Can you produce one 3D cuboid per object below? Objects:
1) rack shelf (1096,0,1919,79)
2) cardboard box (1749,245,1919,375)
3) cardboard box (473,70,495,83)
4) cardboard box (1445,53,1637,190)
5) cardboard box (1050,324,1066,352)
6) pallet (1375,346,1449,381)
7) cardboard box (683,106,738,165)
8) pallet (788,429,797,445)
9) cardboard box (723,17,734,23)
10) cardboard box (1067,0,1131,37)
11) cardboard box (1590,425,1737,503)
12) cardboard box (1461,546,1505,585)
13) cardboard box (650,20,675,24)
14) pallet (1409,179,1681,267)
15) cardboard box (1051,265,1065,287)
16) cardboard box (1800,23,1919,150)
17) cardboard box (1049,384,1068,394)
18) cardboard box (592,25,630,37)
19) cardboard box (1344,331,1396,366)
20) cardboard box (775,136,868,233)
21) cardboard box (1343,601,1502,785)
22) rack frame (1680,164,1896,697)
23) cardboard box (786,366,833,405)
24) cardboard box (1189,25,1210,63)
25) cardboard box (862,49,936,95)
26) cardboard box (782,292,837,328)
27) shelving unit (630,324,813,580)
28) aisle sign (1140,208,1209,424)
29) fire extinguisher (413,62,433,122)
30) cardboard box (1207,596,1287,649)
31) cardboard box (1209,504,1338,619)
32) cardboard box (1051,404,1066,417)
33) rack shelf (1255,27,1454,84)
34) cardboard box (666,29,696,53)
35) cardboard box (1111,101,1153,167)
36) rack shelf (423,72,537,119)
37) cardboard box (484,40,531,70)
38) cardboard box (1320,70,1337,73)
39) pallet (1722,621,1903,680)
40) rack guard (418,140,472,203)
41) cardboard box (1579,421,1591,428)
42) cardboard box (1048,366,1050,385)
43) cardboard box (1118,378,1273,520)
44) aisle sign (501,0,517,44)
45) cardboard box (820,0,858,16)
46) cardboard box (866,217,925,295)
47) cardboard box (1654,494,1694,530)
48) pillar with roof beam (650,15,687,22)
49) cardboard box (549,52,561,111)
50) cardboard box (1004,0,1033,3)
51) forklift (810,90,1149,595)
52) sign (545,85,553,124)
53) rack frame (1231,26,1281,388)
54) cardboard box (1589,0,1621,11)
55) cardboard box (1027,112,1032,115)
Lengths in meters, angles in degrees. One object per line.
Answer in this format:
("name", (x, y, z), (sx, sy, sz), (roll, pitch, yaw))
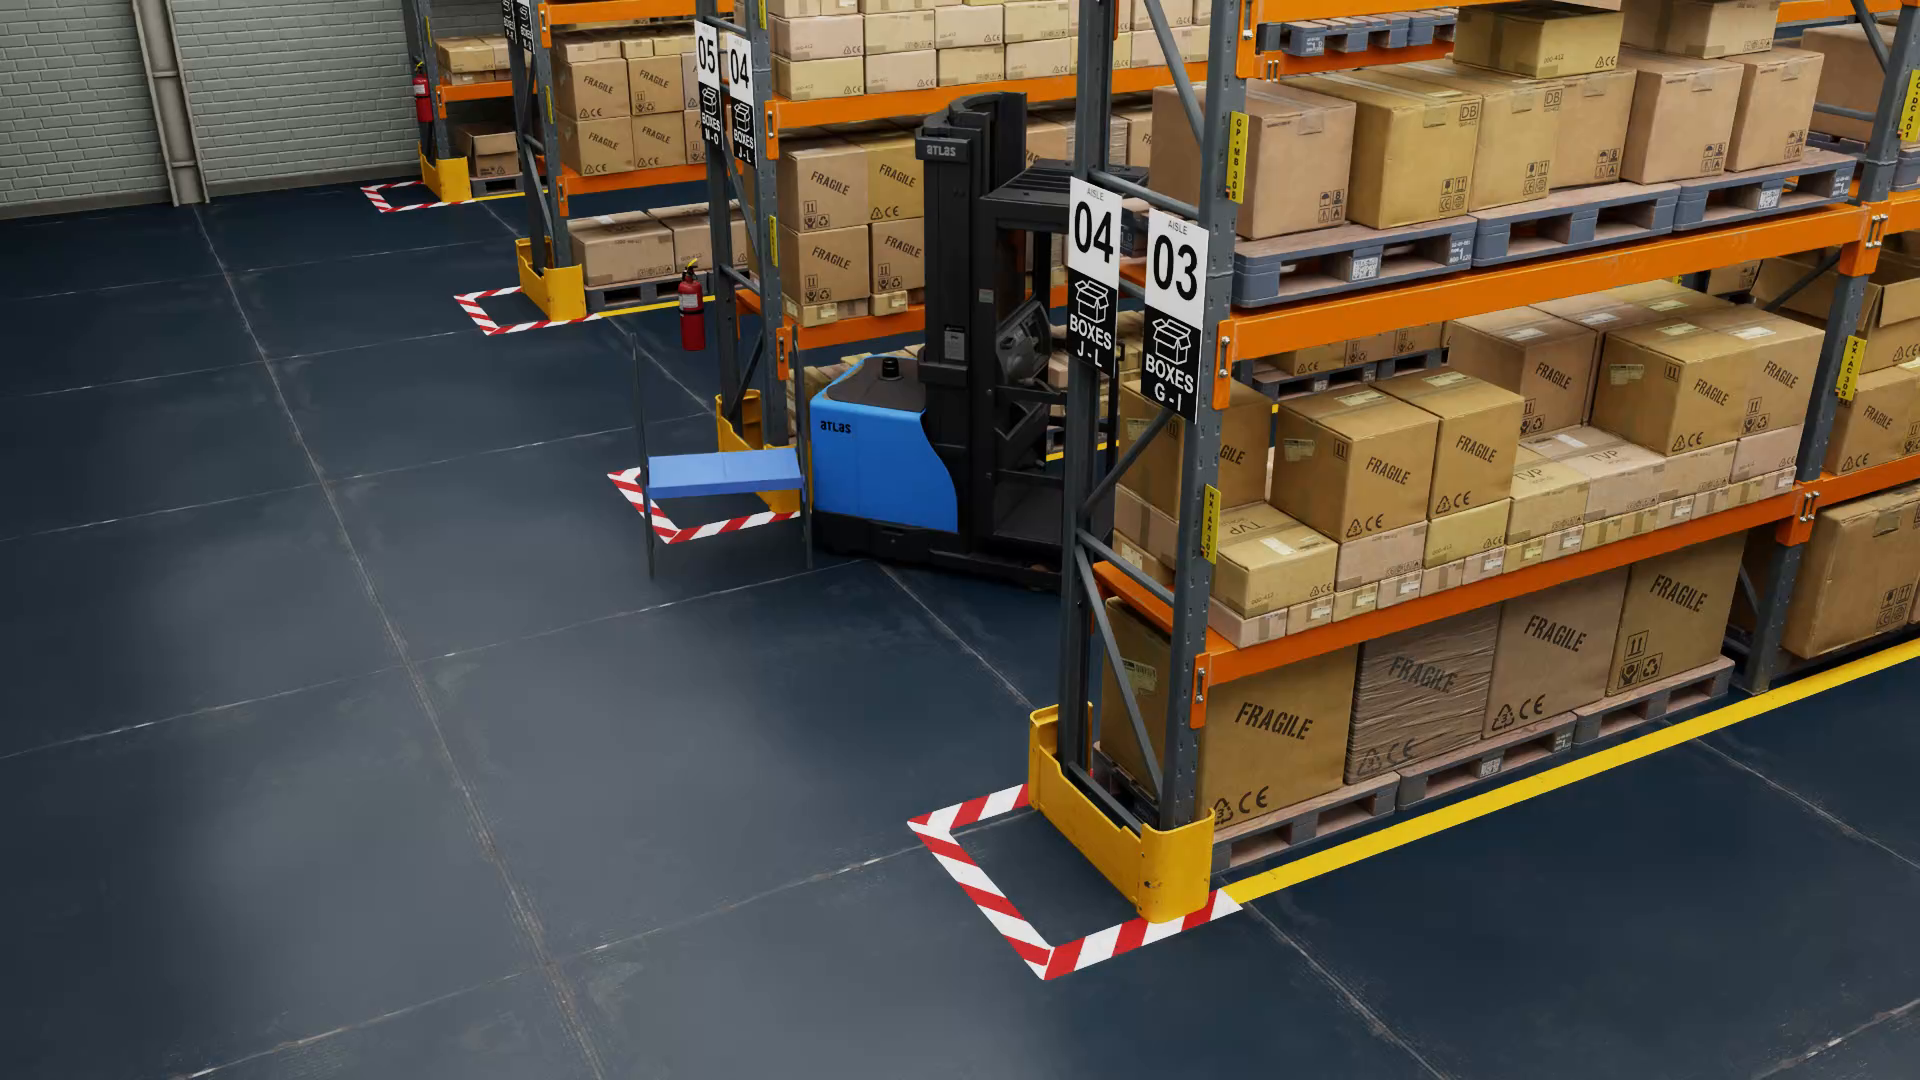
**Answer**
("rack shelf", (2.537, -2.459, 7.267), (4.000, 0.370, 1.077), (-13, 29, -25))
("cardboard box", (4.862, -1.297, 9.210), (0.637, 0.503, 0.797), (-14, 29, -26))
("cardboard box", (-5.608, -5.449, 19.425), (0.250, 0.149, 0.380), (-12, 28, -24))
("cardboard box", (2.635, -1.955, 7.675), (0.500, 0.500, 0.700), (-12, 28, -23))
("cardboard box", (0.702, -1.576, 13.188), (0.250, 0.149, 0.380), (-12, 28, -24))
("pallet", (3.821, -1.733, 14.616), (1.213, 0.211, 1.003), (-13, 29, -25))
("cardboard box", (-2.442, -3.880, 15.749), (0.500, 0.500, 0.500), (-13, 29, -25))
("pallet", (-0.672, -0.677, 12.415), (1.213, 0.211, 1.003), (-13, 29, -25))
("cardboard box", (-2.115, -4.971, 16.117), (0.250, 0.149, 0.380), (-13, 29, -25))
("cardboard box", (0.847, -3.690, 11.601), (0.500, 0.250, 0.500), (-12, 28, -23))
("cardboard box", (3.580, -0.436, 8.522), (0.500, 0.250, 0.500), (-12, 28, -24))
("cardboard box", (2.374, 0.053, 7.965), (0.250, 0.149, 0.380), (-13, 29, -26))
("cardboard box", (-3.704, -6.310, 20.756), (0.500, 0.250, 0.500), (-13, 29, -26))
("pallet", (2.500, -1.569, 7.689), (1.213, 0.211, 1.003), (-13, 29, -25))
("cardboard box", (0.570, -1.974, 12.186), (0.250, 0.149, 0.380), (-12, 28, -24))
("cardboard box", (4.809, -2.375, 8.664), (0.500, 0.500, 0.700), (-12, 28, -24))
("cardboard box", (0.739, -1.193, 12.733), (0.250, 0.149, 0.380), (-14, 29, -28))
("cardboard box", (-3.267, -4.720, 15.594), (0.250, 0.149, 0.380), (-13, 29, -26))
("cardboard box", (3.300, -1.801, 13.938), (0.500, 0.500, 0.500), (-12, 28, -23))
("cardboard box", (-0.951, -2.386, 11.140), (0.500, 0.500, 0.500), (-13, 29, -25))
("cardboard box", (2.103, 0.571, 8.565), (0.875, 0.875, 0.875), (-13, 29, -25))
("rack frame", (4.302, -0.666, 9.172), (0.127, 3.000, 1.000), (-13, 29, -25))
("cardboard box", (-1.124, -1.143, 12.287), (0.250, 0.149, 0.380), (-13, 28, -25))
("cardboard box", (1.751, -3.662, 12.120), (0.500, 0.250, 0.500), (-12, 28, -24))
("cardboard box", (-0.489, -3.150, 11.053), (0.500, 0.250, 0.500), (-12, 28, -23))
("cardboard box", (-1.032, -1.594, 11.394), (0.250, 0.149, 0.380), (-13, 29, -26))
("shelving unit", (-1.522, -0.561, 10.686), (1.048, 1.500, 0.538), (-4, 26, -9))
("aisle sign", (0.850, -0.894, 6.643), (0.004, 0.787, 0.394), (-13, 29, -25))
("fire extinguisher", (-6.142, -5.122, 18.972), (0.183, 0.674, 0.296), (-13, 29, -25))
("cardboard box", (1.241, 0.316, 7.417), (0.250, 0.149, 0.380), (-13, 28, -25))
("cardboard box", (1.323, 0.087, 7.432), (0.500, 0.250, 0.500), (-14, 29, -26))
("cardboard box", (0.696, -1.037, 12.752), (0.250, 0.149, 0.380), (-12, 28, -24))
("rack shelf", (3.822, -4.016, 13.515), (4.000, 0.370, 1.077), (-13, 29, -25))
("cardboard box", (-2.536, -4.615, 15.376), (0.250, 0.149, 0.380), (-13, 28, -25))
("cardboard box", (1.316, -2.904, 12.219), (0.500, 0.500, 0.500), (-14, 29, -27))
("rack shelf", (-4.465, -5.614, 20.308), (4.000, 0.370, 1.077), (-13, 29, -25))
("cardboard box", (-5.258, -5.690, 19.465), (0.500, 0.250, 0.500), (-13, 28, -25))
("cardboard box", (4.071, -5.420, 18.877), (0.250, 0.149, 0.380), (-15, 29, -28))
("pallet", (4.947, 0.405, 10.162), (1.213, 0.211, 1.003), (-13, 29, -25))
("rack guard", (-6.163, -4.420, 19.878), (0.348, 0.500, 1.175), (-13, 29, -25))
("cardboard box", (3.323, -0.638, 8.942), (0.500, 0.250, 0.500), (-13, 29, -25))
("cardboard box", (0.479, -1.279, 12.569), (0.250, 0.149, 0.380), (-13, 29, -25))
("cardboard box", (1.079, -0.456, 7.696), (0.500, 0.500, 0.500), (-13, 28, -24))
("aisle sign", (-4.100, -4.912, 15.011), (0.004, 0.787, 0.394), (-13, 29, -25))
("cardboard box", (-0.846, -3.480, 10.702), (0.250, 0.149, 0.380), (-12, 28, -23))
("cardboard box", (-0.486, -2.050, 11.595), (0.500, 0.500, 0.500), (-13, 29, -25))
("cardboard box", (3.507, -0.209, 8.509), (0.250, 0.149, 0.380), (-12, 28, -24))
("pillar with roof beam", (-1.713, -7.608, 16.700), (0.400, 9.000, 9.100), (-13, 29, -25))
("cardboard box", (-3.577, -4.321, 15.513), (0.500, 0.500, 0.500), (-12, 28, -23))
("cardboard box", (0.305, -3.740, 11.243), (0.250, 0.149, 0.380), (-12, 28, -23))
("forklift", (0.588, -1.225, 10.414), (3.031, 2.935, 1.130), (9, 27, 19))
("sign", (-3.635, -3.849, 14.709), (0.005, 0.325, 0.100), (-13, 29, -25))
("rack frame", (2.057, -2.581, 13.160), (0.127, 3.000, 1.000), (-13, 29, -25))
("cardboard box", (5.202, -4.580, 13.741), (0.500, 0.500, 0.500), (-13, 29, -25))
("cardboard box", (0.181, -2.906, 12.222), (0.500, 0.500, 0.500), (-14, 29, -27))
